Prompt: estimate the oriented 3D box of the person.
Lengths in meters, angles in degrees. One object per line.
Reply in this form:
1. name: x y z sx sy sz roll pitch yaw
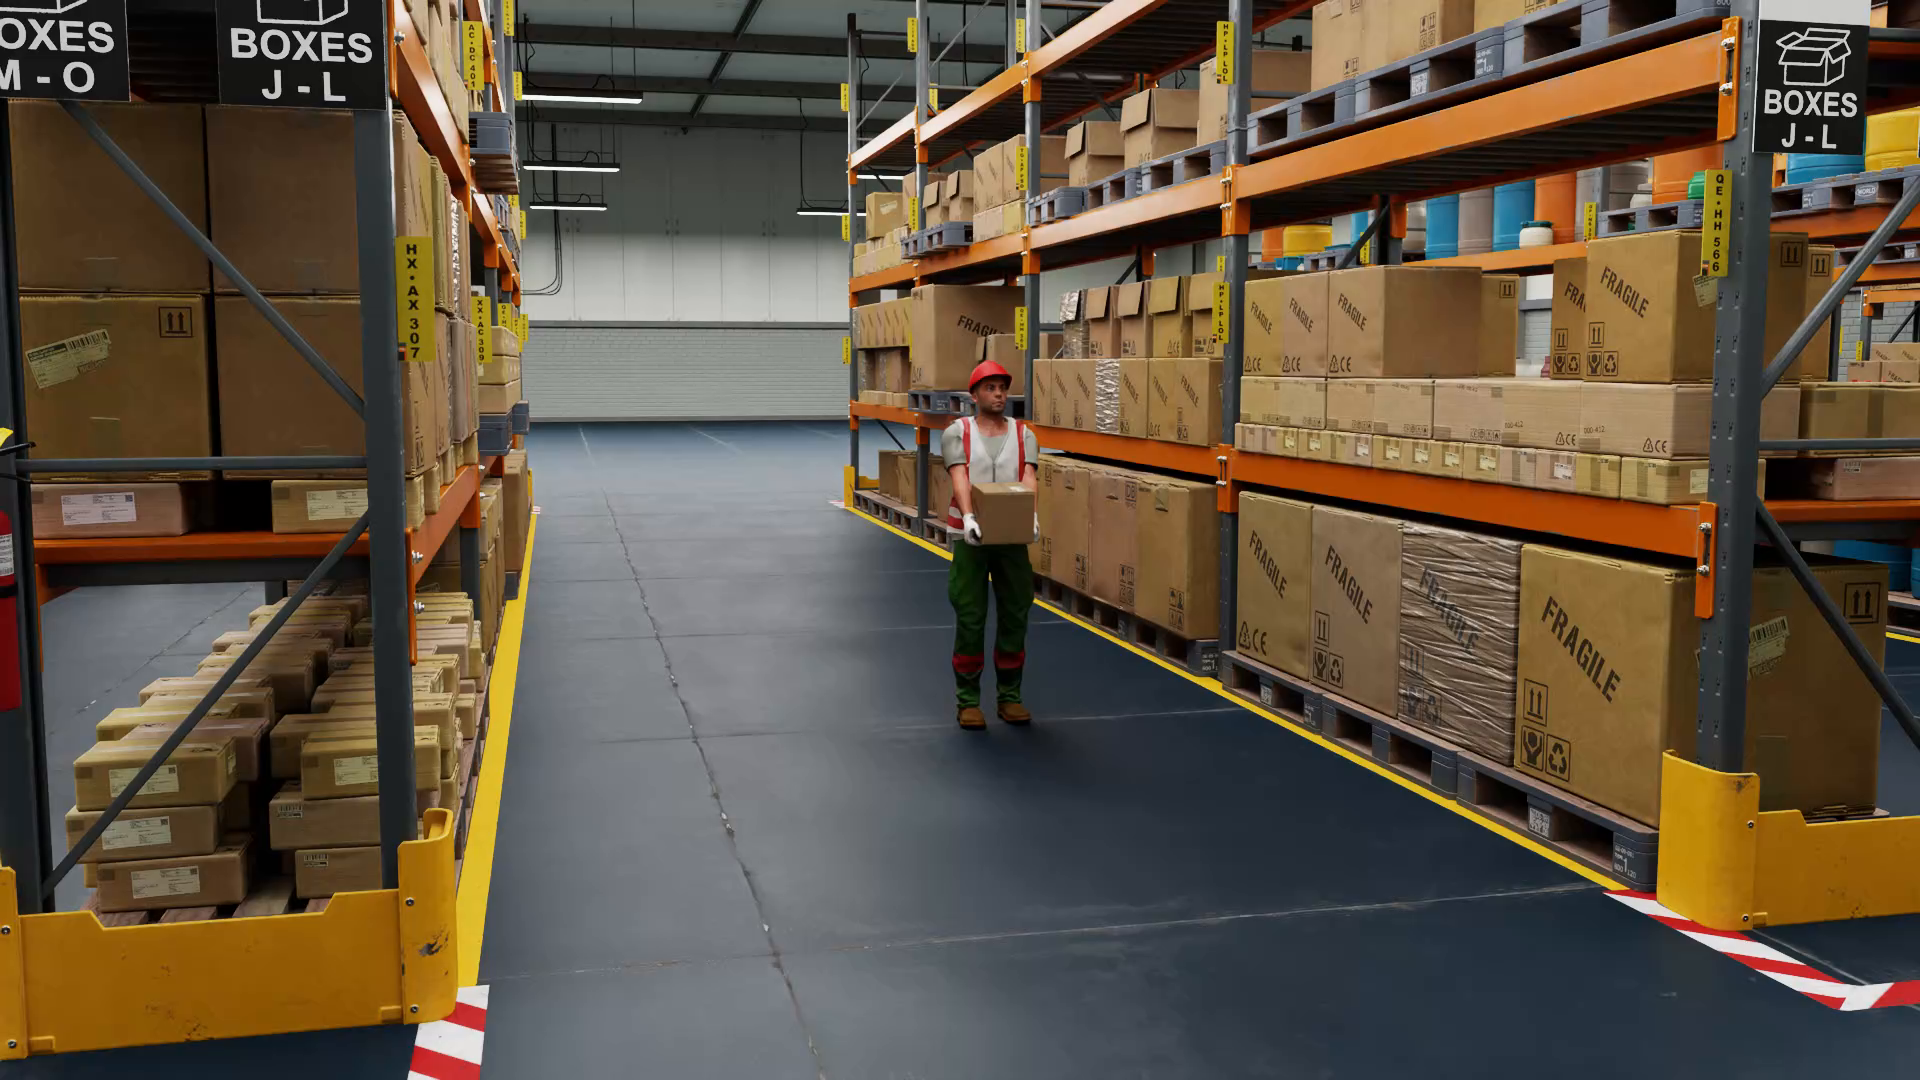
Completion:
1. person: 0.175 0.020 8.120 0.493 1.782 0.563 -1 6 -13
